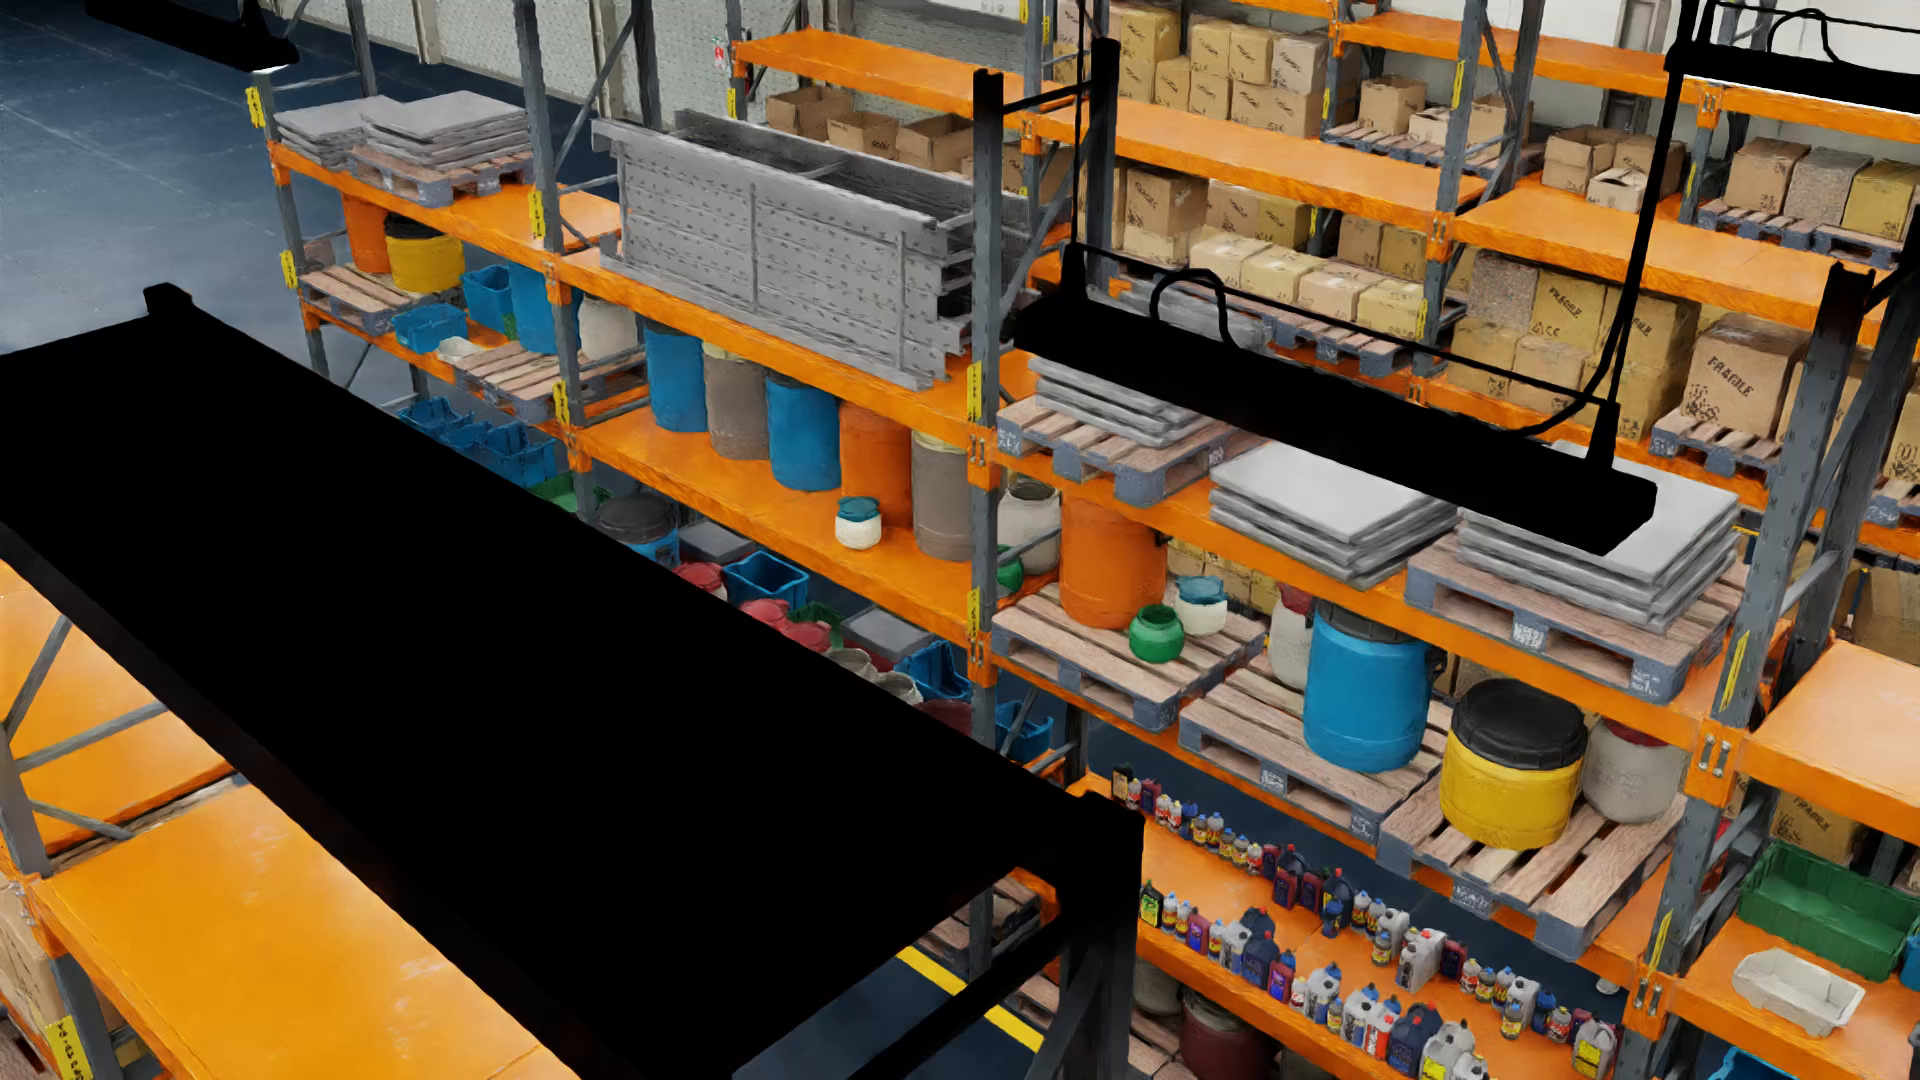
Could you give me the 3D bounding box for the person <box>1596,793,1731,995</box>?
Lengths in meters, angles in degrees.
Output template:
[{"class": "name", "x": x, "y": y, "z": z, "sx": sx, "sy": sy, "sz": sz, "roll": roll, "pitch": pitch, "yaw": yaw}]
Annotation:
[{"class": "person", "x": 4.487, "y": 2.251, "z": 10.448, "sx": 0.625, "sy": 1.738, "sz": 0.476, "roll": 10, "pitch": 31, "yaw": 17}]
